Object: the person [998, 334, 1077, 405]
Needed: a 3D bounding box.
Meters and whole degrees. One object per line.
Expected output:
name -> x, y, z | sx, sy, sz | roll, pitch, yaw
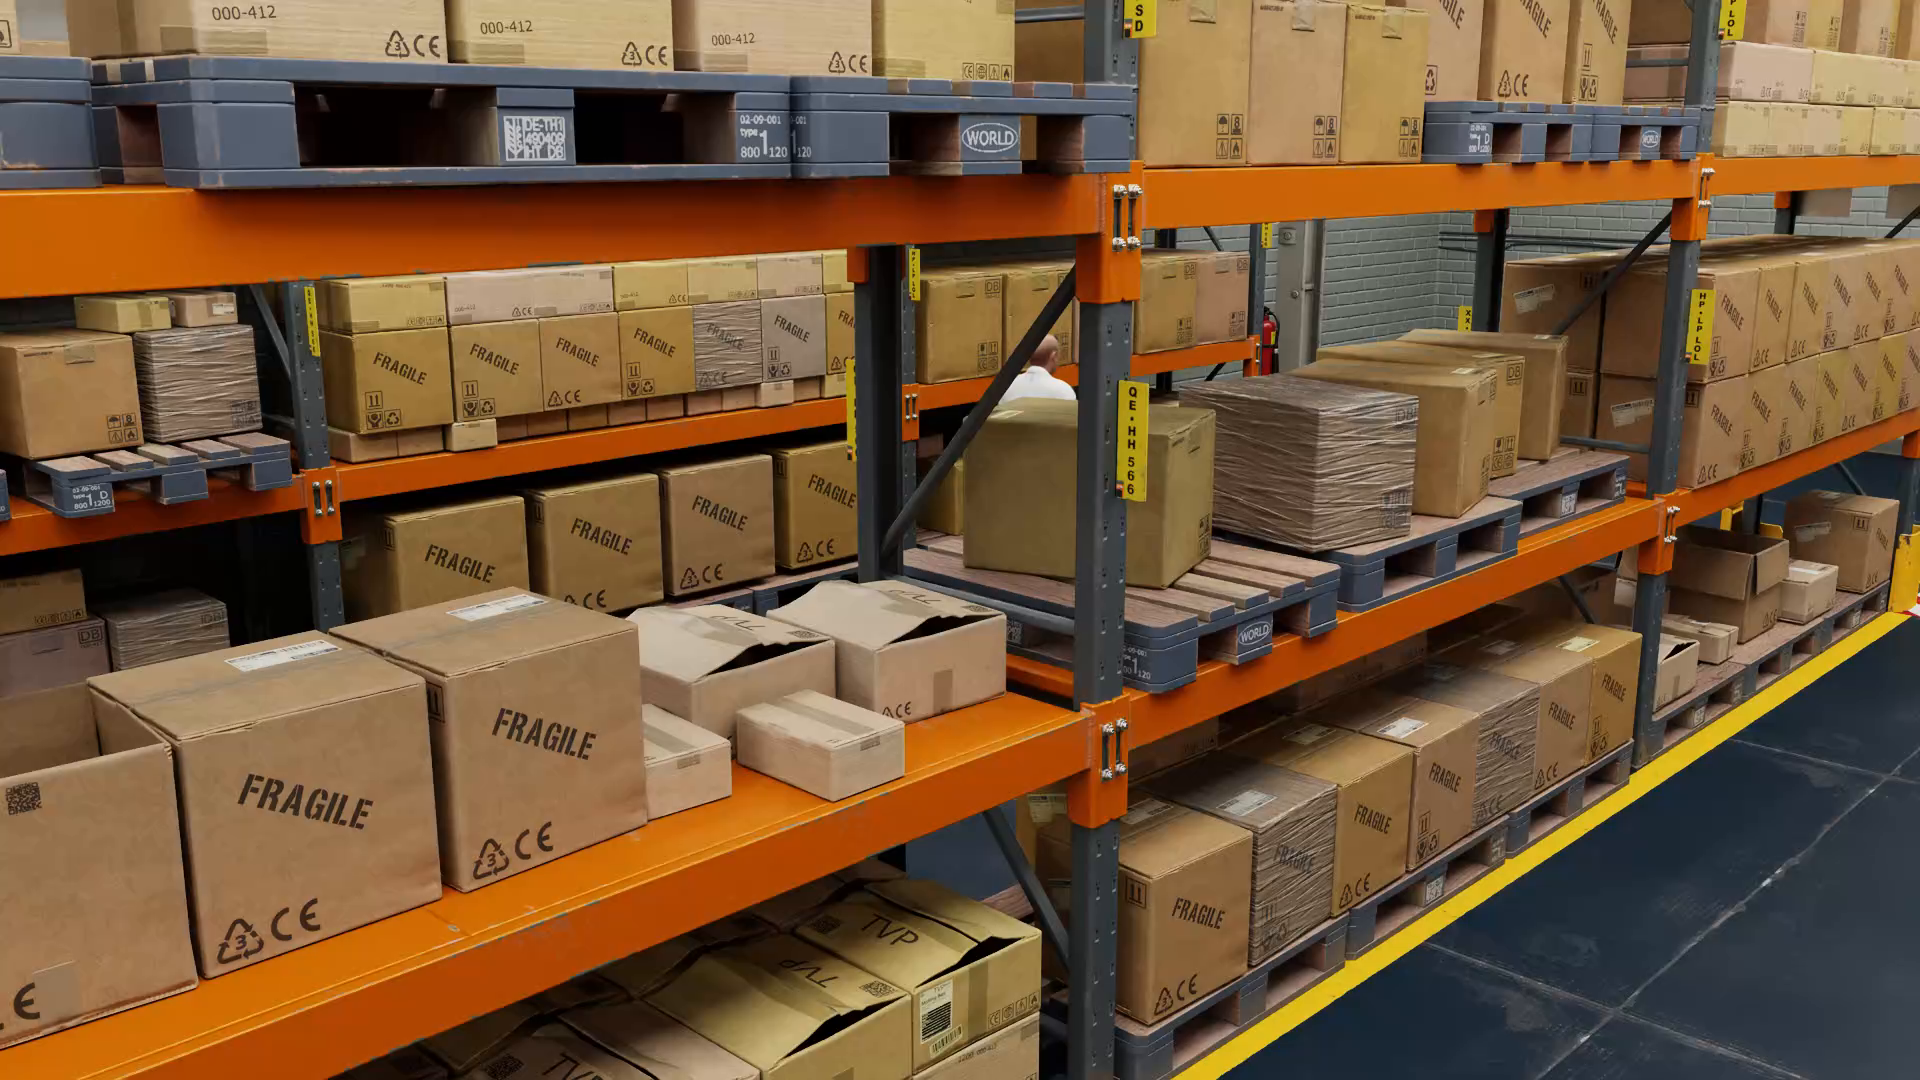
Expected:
person -> 0.486, -0.348, 9.973 | 0.612, 1.775, 0.426 | 12, 18, 41
